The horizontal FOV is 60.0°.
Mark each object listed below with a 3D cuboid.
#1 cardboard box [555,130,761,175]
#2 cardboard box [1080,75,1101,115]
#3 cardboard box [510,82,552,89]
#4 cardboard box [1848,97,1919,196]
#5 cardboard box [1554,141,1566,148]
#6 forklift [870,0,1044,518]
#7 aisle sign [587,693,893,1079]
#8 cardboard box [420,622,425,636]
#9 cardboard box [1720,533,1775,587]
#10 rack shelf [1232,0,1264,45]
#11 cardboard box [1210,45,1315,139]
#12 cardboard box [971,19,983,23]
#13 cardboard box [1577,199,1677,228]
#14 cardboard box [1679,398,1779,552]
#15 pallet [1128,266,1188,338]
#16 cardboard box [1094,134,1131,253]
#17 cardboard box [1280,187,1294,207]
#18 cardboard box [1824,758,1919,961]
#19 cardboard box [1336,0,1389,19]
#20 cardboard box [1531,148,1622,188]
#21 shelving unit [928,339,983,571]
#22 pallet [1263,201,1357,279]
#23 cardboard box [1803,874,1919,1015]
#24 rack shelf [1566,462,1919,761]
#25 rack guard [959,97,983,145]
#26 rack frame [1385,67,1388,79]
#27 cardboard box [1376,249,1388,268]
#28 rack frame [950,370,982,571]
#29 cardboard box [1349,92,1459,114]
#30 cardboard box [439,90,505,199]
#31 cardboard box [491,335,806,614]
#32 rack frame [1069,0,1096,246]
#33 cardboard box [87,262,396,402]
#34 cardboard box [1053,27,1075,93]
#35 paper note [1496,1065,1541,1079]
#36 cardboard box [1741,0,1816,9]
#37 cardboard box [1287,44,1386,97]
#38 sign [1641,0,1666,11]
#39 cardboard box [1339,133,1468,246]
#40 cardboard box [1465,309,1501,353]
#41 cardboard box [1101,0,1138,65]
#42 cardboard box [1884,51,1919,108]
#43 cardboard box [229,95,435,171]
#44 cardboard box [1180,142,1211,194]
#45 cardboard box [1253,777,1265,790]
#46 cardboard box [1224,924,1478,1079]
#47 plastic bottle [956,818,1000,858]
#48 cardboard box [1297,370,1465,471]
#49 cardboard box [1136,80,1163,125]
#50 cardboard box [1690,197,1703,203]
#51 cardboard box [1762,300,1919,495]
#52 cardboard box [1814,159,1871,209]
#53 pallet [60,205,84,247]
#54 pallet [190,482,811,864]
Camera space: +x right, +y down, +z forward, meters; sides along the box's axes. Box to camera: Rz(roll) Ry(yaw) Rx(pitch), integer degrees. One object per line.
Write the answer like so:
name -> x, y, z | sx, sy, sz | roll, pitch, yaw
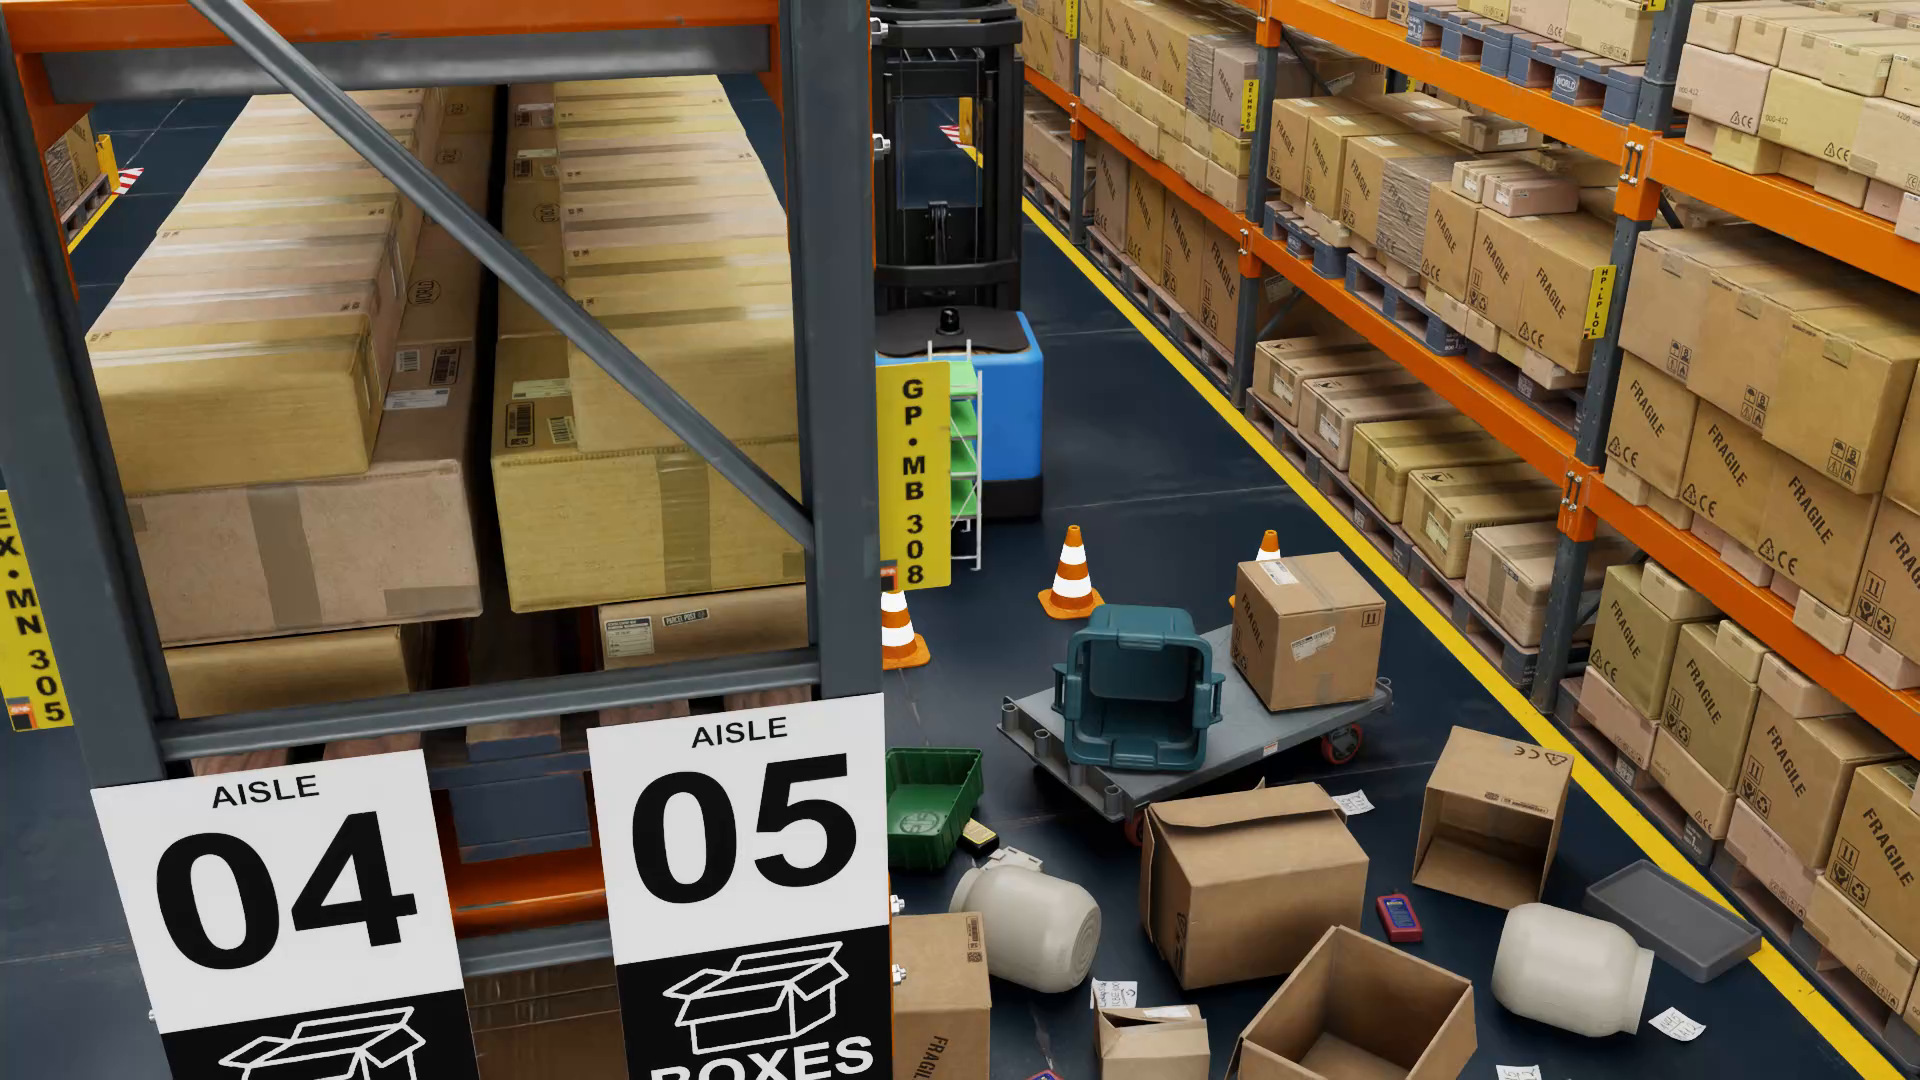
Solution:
cardboard box -> -0.597, -0.701, 3.298 | 0.380, 0.149, 0.250 | -6, 27, -12
cardboard box -> 1.334, -3.789, 14.094 | 0.500, 0.250, 0.500 | -7, 28, -13
cardboard box -> -1.031, -1.242, 4.812 | 0.500, 0.250, 0.500 | -6, 27, -12
cardboard box -> 3.352, -1.301, 5.506 | 0.500, 0.250, 0.500 | -6, 27, -11
cardboard box -> 6.310, -4.001, 17.045 | 0.380, 0.149, 0.250 | -6, 27, -12
forklift -> -0.188, -2.043, 10.544 | 1.130, 2.935, 3.031 | -3, 27, -6
aisle sign -> -0.296, 0.579, 2.388 | 0.394, 0.787, 0.004 | -6, 27, -12
cardboard box -> -1.065, 0.058, 2.679 | 0.380, 0.149, 0.250 | -6, 27, -11
cardboard box -> 3.272, 0.050, 6.600 | 0.380, 0.149, 0.250 | -5, 27, -10
rack shelf -> 1.942, -4.216, 12.243 | 1.077, 0.370, 4.000 | -6, 27, -12
cardboard box -> 2.022, -3.011, 11.167 | 0.500, 0.500, 0.500 | -7, 28, -13
cardboard box -> 0.419, -5.637, 17.478 | 0.500, 0.500, 0.500 | -6, 27, -12
cardboard box -> 3.355, -1.384, 8.255 | 0.500, 0.500, 0.500 | -6, 27, -11
cardboard box -> 3.258, -0.302, 6.578 | 0.500, 0.500, 0.500 | -6, 27, -12
pallet -> 2.017, -1.963, 13.406 | 1.003, 0.211, 1.213 | -6, 27, -12
cardboard box -> 1.709, -3.051, 14.357 | 0.875, 0.875, 0.875 | -5, 27, -10
cardboard box -> 2.285, -2.234, 10.659 | 0.380, 0.149, 0.250 | -8, 28, -15
cardboard box -> 3.534, 1.121, 5.953 | 0.500, 0.500, 0.500 | -7, 28, -13
cardboard box -> 2.597, -3.287, 9.493 | 0.700, 0.500, 0.500 | -6, 27, -12
cardboard box -> 3.188, -1.927, 8.612 | 0.380, 0.149, 0.250 | -4, 27, -9
shelving unit -> -0.031, -0.471, 9.351 | 0.258, 1.200, 0.503 | -3, 27, -6
pallet -> 2.657, -1.932, 10.462 | 1.213, 0.211, 1.003 | -6, 27, -12
cardboard box -> 3.519, 1.447, 6.139 | 0.500, 0.250, 0.500 | -7, 28, -13
rack shelf -> 3.745, 0.635, 5.961 | 1.077, 0.370, 4.000 | -6, 27, -12
rack guard -> 0.585, -4.727, 18.560 | 1.175, 0.500, 0.348 | -6, 27, -12
rack frame -> 5.425, -6.338, 18.977 | 1.000, 3.000, 0.127 | -6, 27, -12
cardboard box -> 2.607, -1.641, 9.484 | 0.380, 0.149, 0.250 | -5, 27, -10
rack frame -> -0.003, -0.361, 9.135 | 0.240, 1.200, 0.015 | -3, 27, -6
cardboard box -> 2.766, -2.513, 10.494 | 0.500, 0.500, 0.500 | -7, 28, -13
cardboard box -> -1.439, -0.968, 4.269 | 0.500, 0.250, 0.500 | -6, 27, -12
cardboard box -> -0.463, -0.136, 2.621 | 0.500, 0.250, 0.500 | -6, 27, -12
rack frame -> 1.492, -4.076, 14.496 | 1.000, 3.000, 0.127 | -6, 27, -12
cardboard box -> -1.065, -0.299, 2.501 | 0.380, 0.149, 0.250 | -6, 27, -11
cardboard box -> 1.138, -4.298, 14.826 | 0.500, 0.500, 0.500 | -6, 27, -11
paper note -> 1.998, 1.922, 5.921 | 0.148, 0.019, 0.142 | 3, 27, 6
cardboard box -> 3.553, -2.321, 7.390 | 0.500, 0.250, 0.500 | -7, 28, -13
cardboard box -> 2.520, -3.052, 11.248 | 0.500, 0.500, 0.500 | -7, 28, -13
sign -> 2.755, -2.252, 6.542 | 0.100, 0.325, 0.005 | -6, 27, -12
cardboard box -> 2.520, -2.003, 9.483 | 0.500, 0.500, 0.500 | -5, 27, -11
cardboard box -> 2.774, -1.064, 8.342 | 0.380, 0.149, 0.250 | -6, 27, -12
cardboard box -> 1.452, -4.124, 13.371 | 0.500, 0.500, 0.500 | -6, 27, -12
cardboard box -> 3.324, -1.526, 5.508 | 0.380, 0.149, 0.250 | -7, 28, -13
cardboard box -> -1.354, -0.859, 3.611 | 0.380, 0.149, 0.250 | -6, 27, -11
cardboard box -> 1.896, -2.671, 11.880 | 0.500, 0.250, 0.500 | -5, 27, -11
cardboard box -> 1.387, 1.232, 7.014 | 0.396, 0.266, 0.258 | 19, 32, 32
cardboard box -> 1.334, 1.793, 5.640 | 0.637, 0.503, 0.797 | 19, 32, 32
plastic bottle -> 0.027, 1.263, 7.180 | 0.133, 0.061, 0.283 | -23, 35, -38
cardboard box -> 2.685, -0.762, 10.381 | 0.950, 0.372, 0.625 | -6, 27, -13
cardboard box -> 1.665, -3.338, 12.647 | 0.500, 0.250, 0.500 | -7, 28, -13
cardboard box -> 6.565, -2.737, 14.152 | 0.500, 0.500, 0.500 | -7, 28, -13
cardboard box -> 3.363, -0.523, 5.906 | 0.700, 0.500, 0.500 | -7, 28, -13
cardboard box -> 3.312, -1.297, 5.940 | 0.380, 0.149, 0.250 | -5, 27, -10
pallet -> -8.537, -2.703, 14.871 | 1.003, 0.211, 1.213 | -6, 27, -12
pallet -> -0.781, 0.115, 2.963 | 1.003, 0.211, 1.213 | -6, 27, -12
